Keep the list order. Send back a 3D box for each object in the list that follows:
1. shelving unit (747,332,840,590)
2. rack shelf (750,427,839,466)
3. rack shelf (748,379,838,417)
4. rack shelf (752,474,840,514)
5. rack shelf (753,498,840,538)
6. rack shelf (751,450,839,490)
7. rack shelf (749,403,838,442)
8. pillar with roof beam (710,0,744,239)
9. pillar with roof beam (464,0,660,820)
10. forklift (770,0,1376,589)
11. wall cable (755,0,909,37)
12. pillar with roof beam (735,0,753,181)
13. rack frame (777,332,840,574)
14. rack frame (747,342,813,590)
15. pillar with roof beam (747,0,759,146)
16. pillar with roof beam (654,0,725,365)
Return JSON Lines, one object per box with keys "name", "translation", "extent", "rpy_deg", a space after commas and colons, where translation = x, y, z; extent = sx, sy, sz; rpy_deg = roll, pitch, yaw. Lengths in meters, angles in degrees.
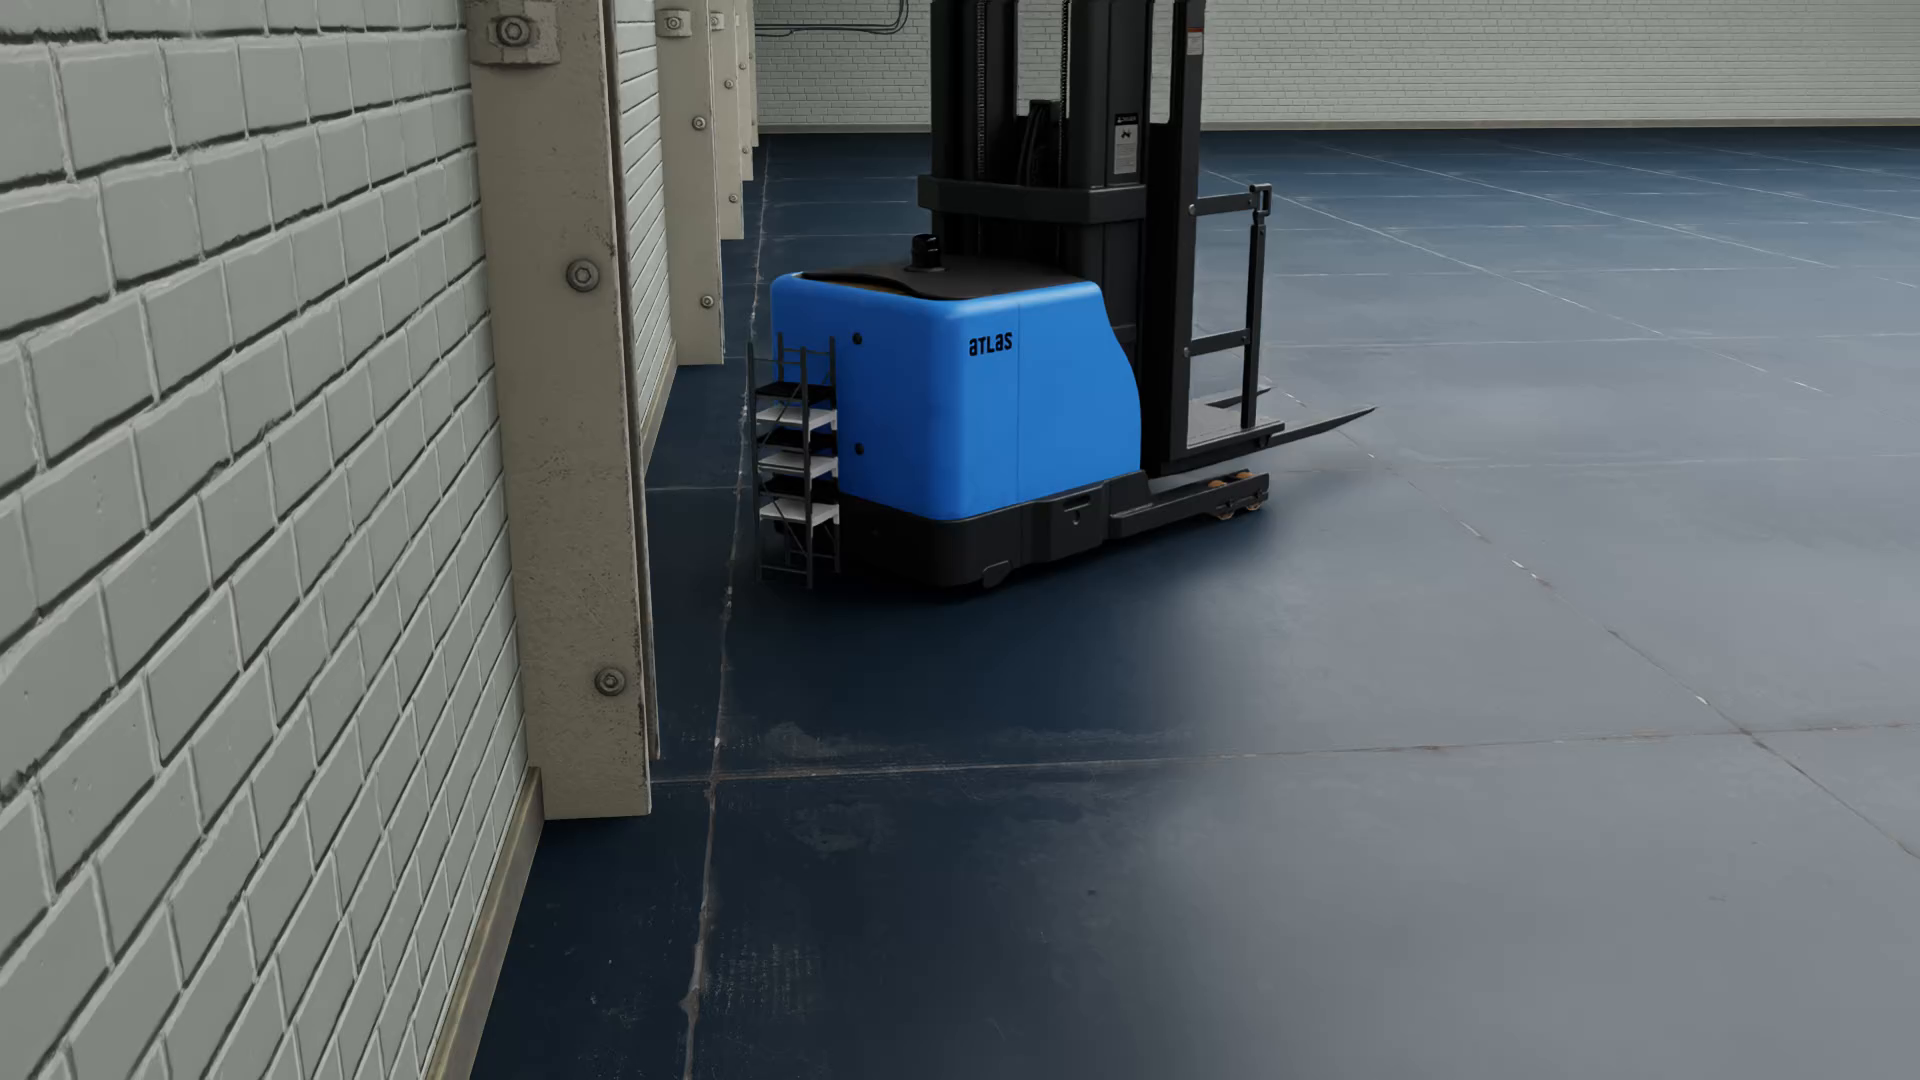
{"name": "shelving unit", "translation": [-0.604, -0.289, 6.096], "extent": [0.258, 0.900, 0.210], "rpy_deg": [8, 19, 24]}
{"name": "rack shelf", "translation": [-0.604, -0.343, 6.079], "extent": [0.258, 0.077, 0.200], "rpy_deg": [8, 19, 24]}
{"name": "rack shelf", "translation": [-0.604, -0.515, 6.025], "extent": [0.258, 0.077, 0.200], "rpy_deg": [8, 19, 24]}
{"name": "rack shelf", "translation": [-0.604, -0.172, 6.133], "extent": [0.258, 0.077, 0.200], "rpy_deg": [8, 19, 24]}
{"name": "rack shelf", "translation": [-0.604, -0.086, 6.160], "extent": [0.258, 0.077, 0.200], "rpy_deg": [8, 19, 24]}
{"name": "rack shelf", "translation": [-0.604, -0.258, 6.106], "extent": [0.258, 0.077, 0.200], "rpy_deg": [8, 19, 24]}
{"name": "rack shelf", "translation": [-0.604, -0.429, 6.052], "extent": [0.258, 0.077, 0.200], "rpy_deg": [8, 19, 24]}
{"name": "pillar with roof beam", "translation": [2.054, -7.333, 15.012], "extent": [9.100, 9.000, 0.400], "rpy_deg": [-2, 18, -6]}
{"name": "pillar with roof beam", "translation": [3.292, -3.758, 3.624], "extent": [9.100, 9.000, 0.400], "rpy_deg": [-2, 18, -6]}
{"name": "forklift", "translation": [0.675, -1.579, 6.815], "extent": [3.031, 2.935, 1.130], "rpy_deg": [-16, 24, -42]}
{"name": "wall cable", "translation": [-2.454, -10.213, 29.367], "extent": [3.097, 2.526, 0.112], "rpy_deg": [-2, 18, -6]}
{"name": "pillar with roof beam", "translation": [1.436, -9.121, 20.706], "extent": [9.100, 9.000, 0.400], "rpy_deg": [-2, 18, -6]}
{"name": "rack frame", "translation": [-0.561, -0.317, 6.184], "extent": [0.240, 0.900, 0.006], "rpy_deg": [8, 19, 24]}
{"name": "rack frame", "translation": [-0.648, -0.262, 6.009], "extent": [0.240, 0.900, 0.006], "rpy_deg": [8, 19, 24]}
{"name": "pillar with roof beam", "translation": [0.817, -10.908, 26.400], "extent": [9.100, 9.000, 0.400], "rpy_deg": [-2, 18, -6]}
{"name": "pillar with roof beam", "translation": [2.673, -5.546, 9.318], "extent": [9.100, 9.000, 0.400], "rpy_deg": [-2, 18, -6]}
